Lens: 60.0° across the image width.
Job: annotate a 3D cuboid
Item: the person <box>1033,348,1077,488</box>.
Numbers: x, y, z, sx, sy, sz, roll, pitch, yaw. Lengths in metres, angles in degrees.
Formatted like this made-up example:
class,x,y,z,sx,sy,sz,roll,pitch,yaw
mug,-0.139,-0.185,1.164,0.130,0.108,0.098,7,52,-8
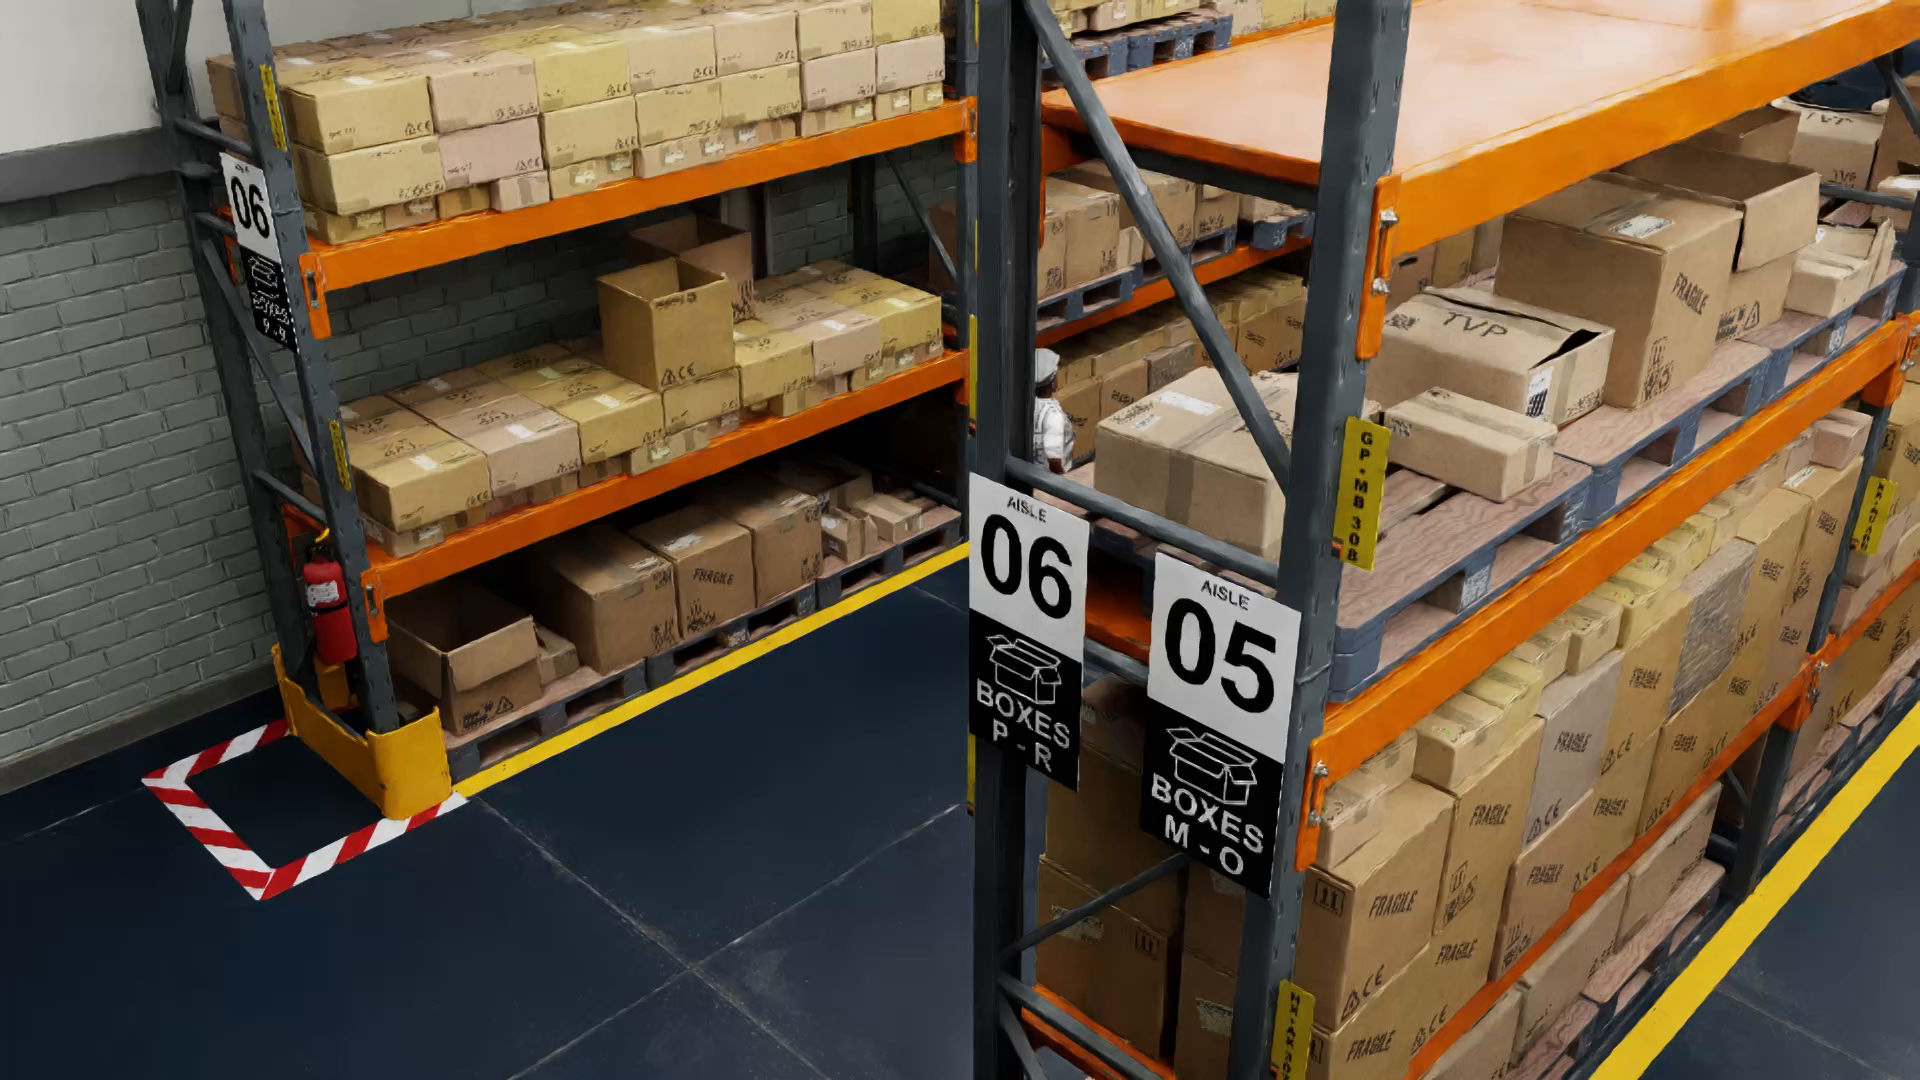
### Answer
class,x,y,z,sx,sy,sz,roll,pitch,yaw
person,0.427,-0.291,9.436,0.649,1.669,0.593,-24,36,-37
